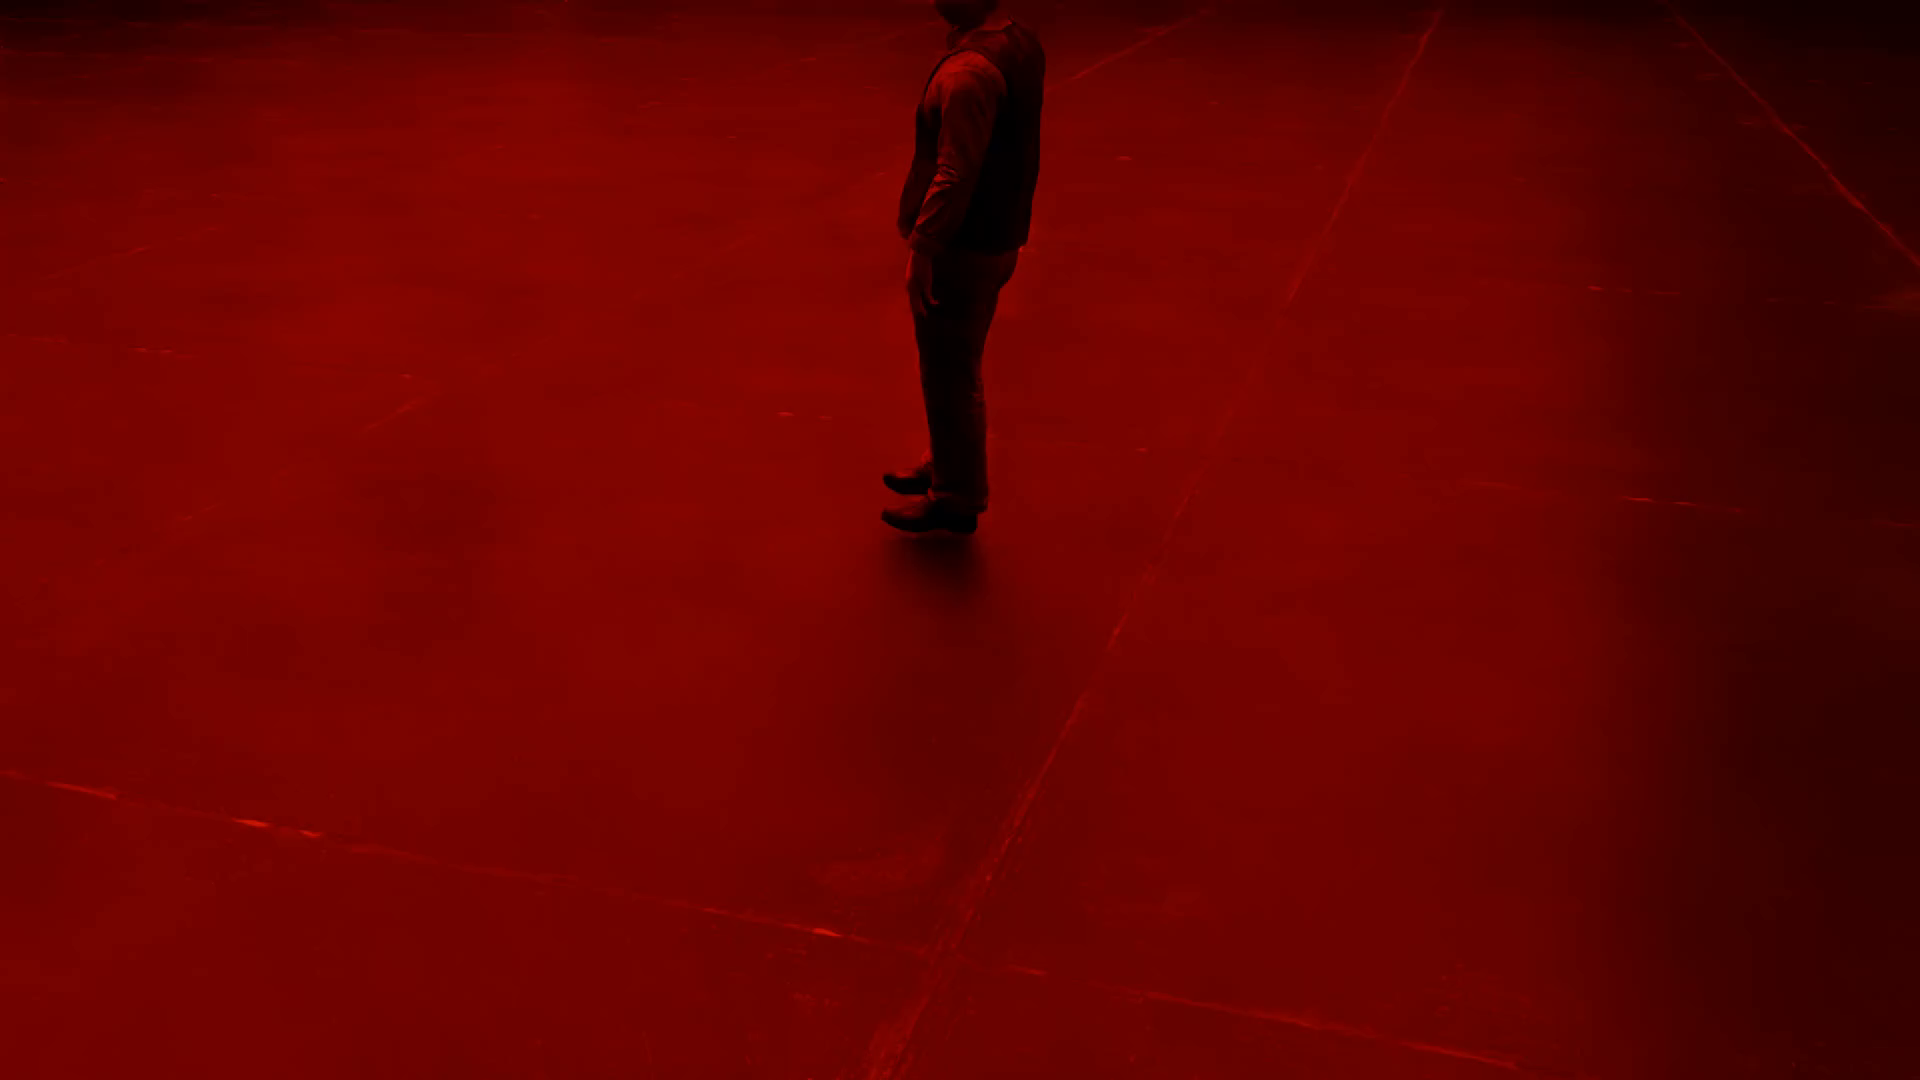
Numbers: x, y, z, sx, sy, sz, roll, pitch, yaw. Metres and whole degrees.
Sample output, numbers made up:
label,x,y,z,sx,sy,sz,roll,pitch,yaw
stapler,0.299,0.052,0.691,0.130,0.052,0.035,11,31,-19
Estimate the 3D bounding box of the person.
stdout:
label,x,y,z,sx,sy,sz,roll,pitch,yaw
person,-0.057,-0.849,4.798,0.567,1.720,0.632,7,23,16
